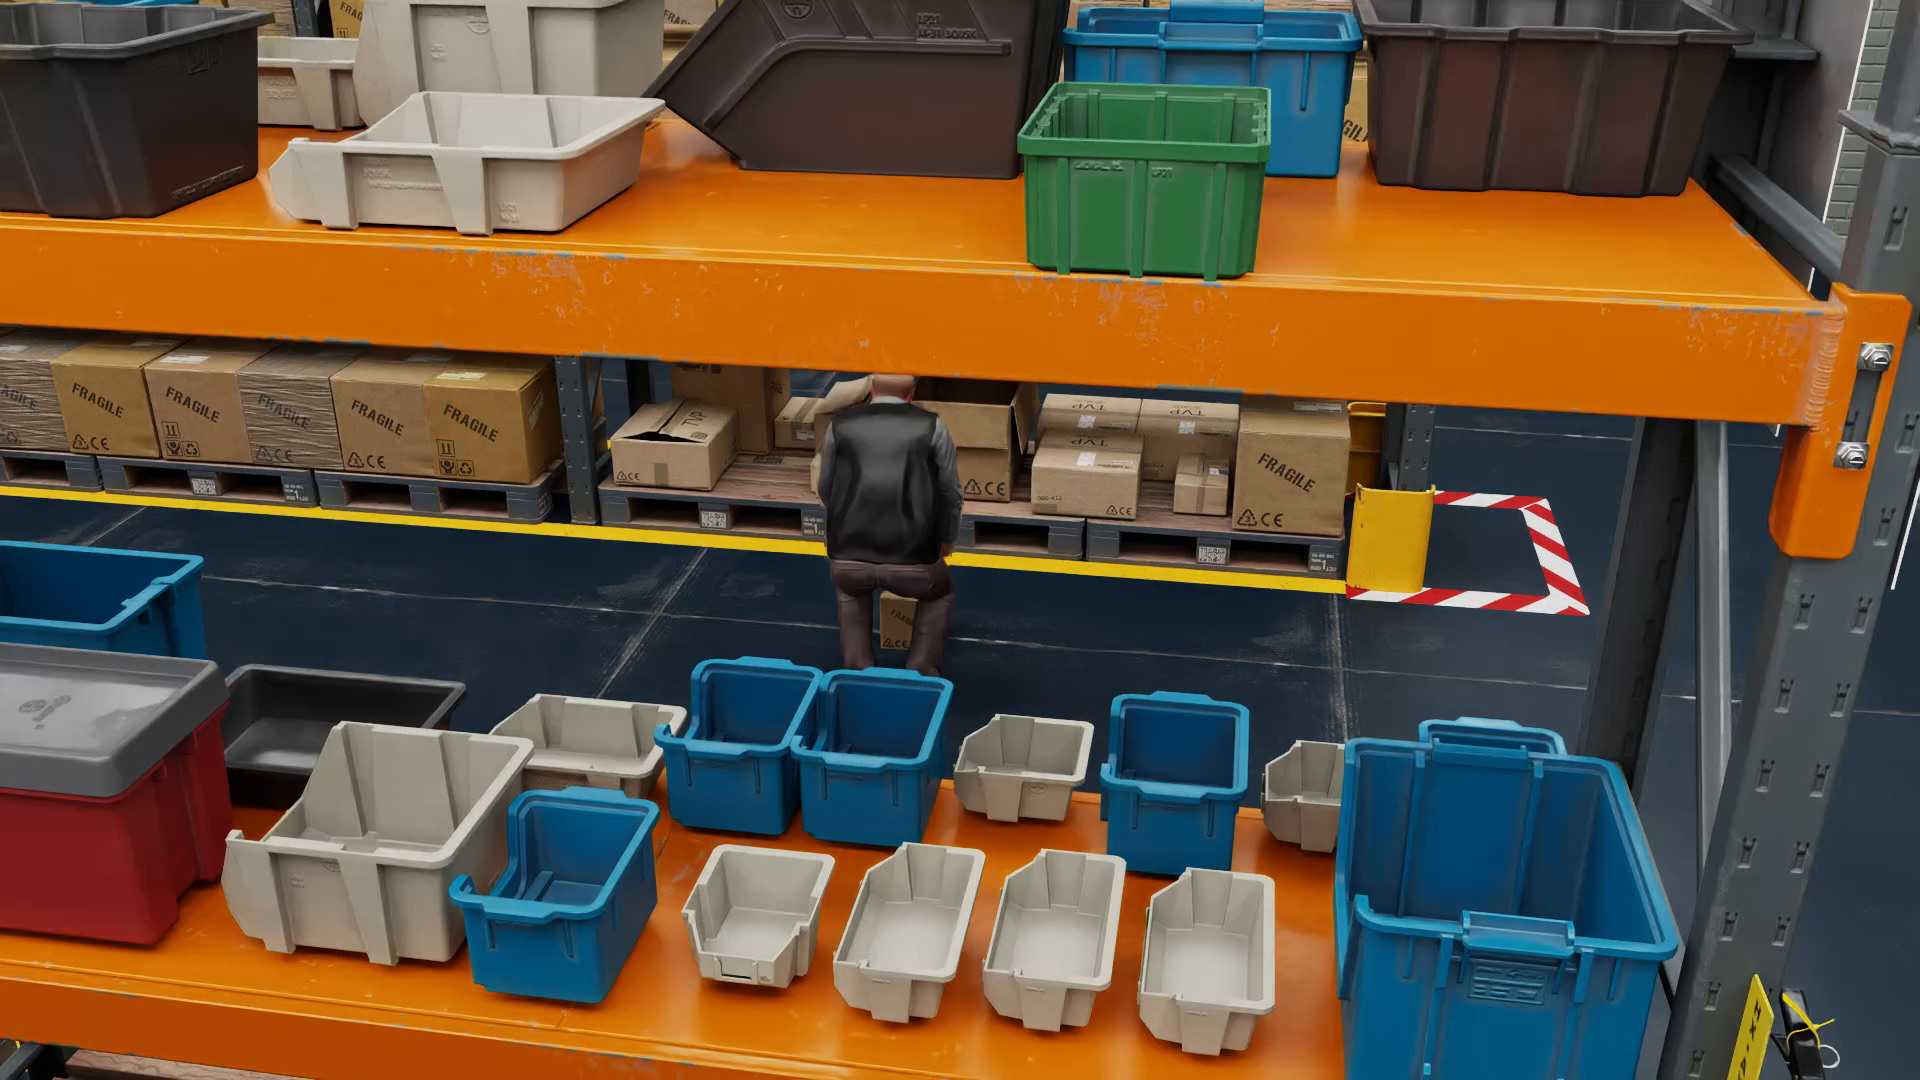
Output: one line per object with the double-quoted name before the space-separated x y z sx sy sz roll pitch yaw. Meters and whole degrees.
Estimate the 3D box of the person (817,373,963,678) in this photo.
"person" -0.302 0.004 6.624 0.589 1.309 0.757 4 25 9
